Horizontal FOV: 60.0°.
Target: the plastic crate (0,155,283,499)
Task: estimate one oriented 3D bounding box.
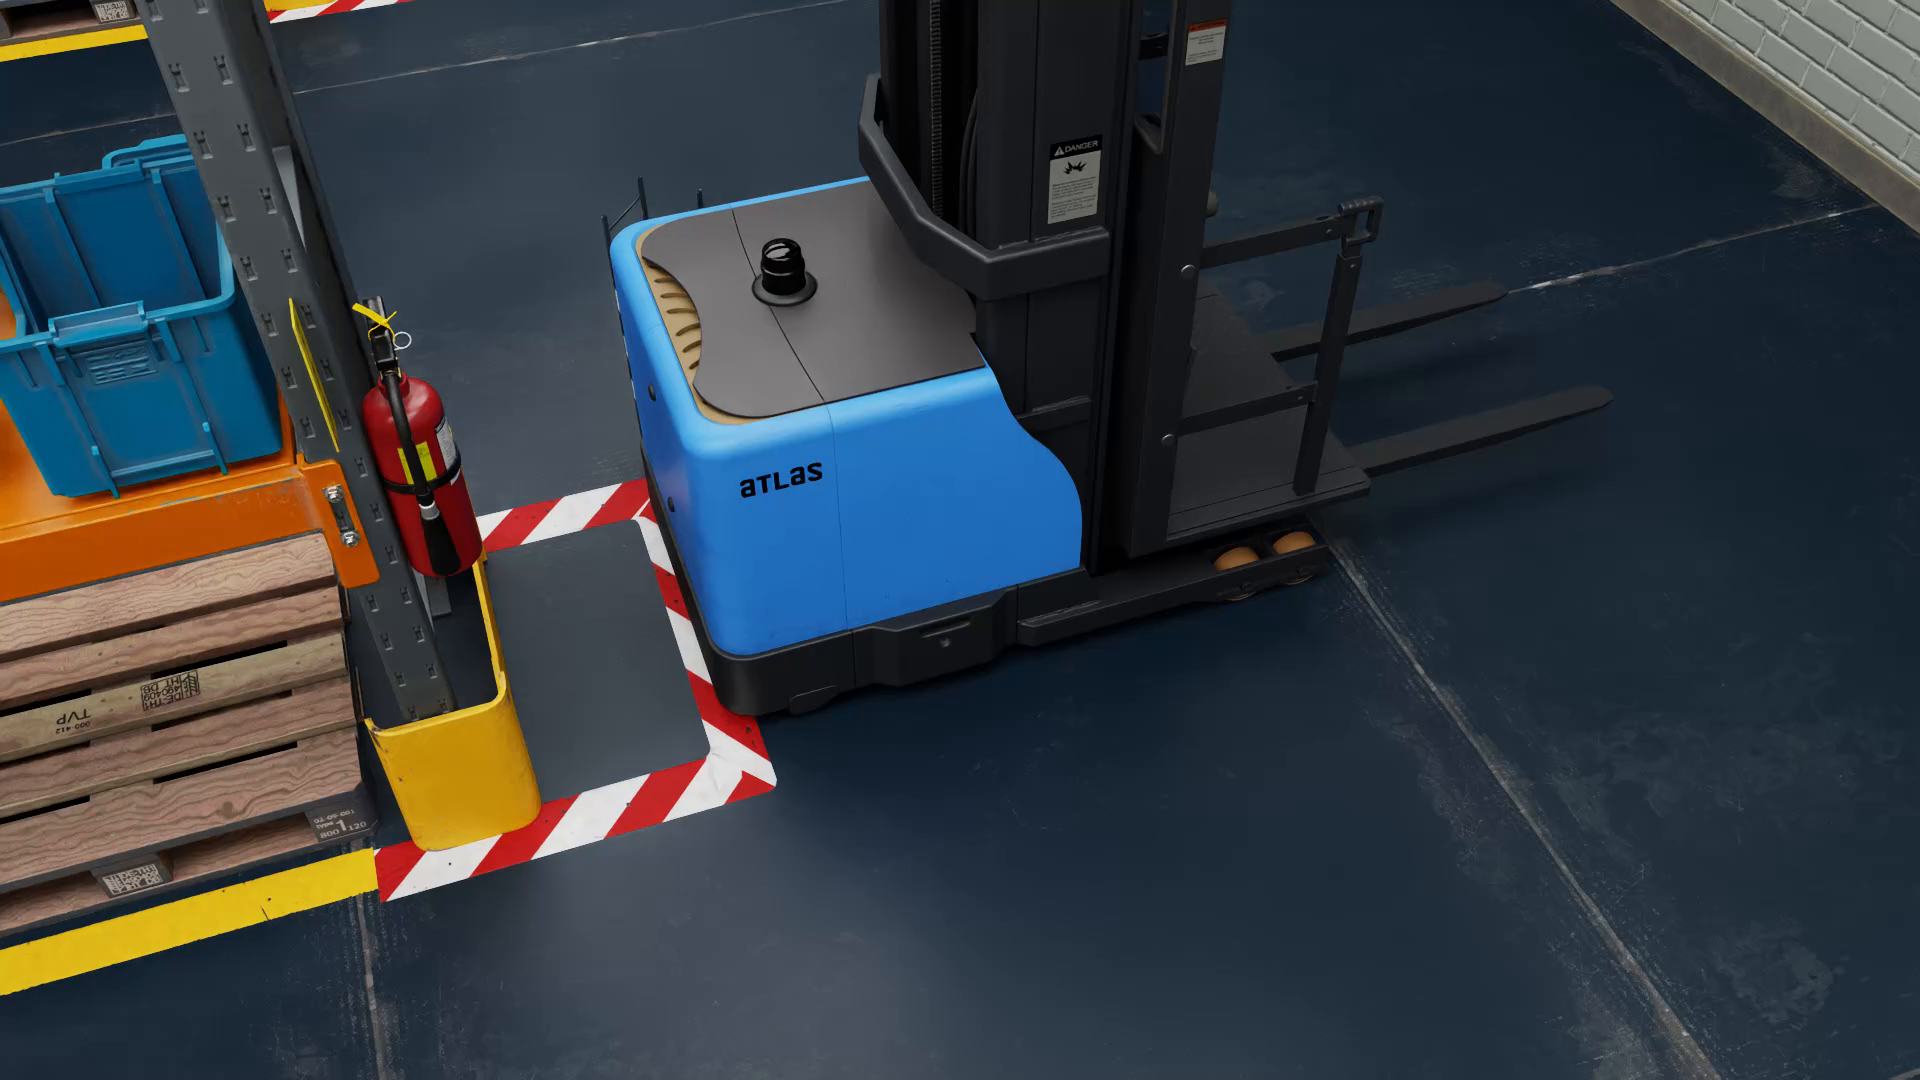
[{"bbox_3d":[-1.751,-0.461,3.524,0.499,0.435,0.616,-14,47,-14],"label":"plastic crate"}]

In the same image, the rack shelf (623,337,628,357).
[{"bbox_3d":[-0.924,-0.668,5.328,0.200,0.077,0.258,15,47,15],"label":"rack shelf"}]

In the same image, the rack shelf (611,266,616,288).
[{"bbox_3d":[-0.924,-0.859,5.137,0.200,0.077,0.258,15,47,15],"label":"rack shelf"}]

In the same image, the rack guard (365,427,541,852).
[{"bbox_3d":[-1.481,0.236,4.662,0.348,0.500,1.175,-14,47,-14],"label":"rack guard"}]

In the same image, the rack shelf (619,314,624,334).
[{"bbox_3d":[-0.924,-0.732,5.264,0.200,0.077,0.258,15,47,15],"label":"rack shelf"}]

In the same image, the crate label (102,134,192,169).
[{"bbox_3d":[-1.843,-0.754,3.960,0.303,0.233,0.416,-14,47,-14],"label":"crate label"}]

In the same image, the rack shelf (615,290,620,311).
[{"bbox_3d":[-0.924,-0.796,5.200,0.200,0.077,0.258,15,47,15],"label":"rack shelf"}]

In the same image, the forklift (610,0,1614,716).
[{"bbox_3d":[0.589,-1.188,4.365,3.031,2.935,1.130,-15,47,-14],"label":"forklift"}]

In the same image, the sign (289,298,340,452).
[{"bbox_3d":[-1.297,-0.327,3.343,0.005,0.325,0.100,-14,47,-14],"label":"sign"}]

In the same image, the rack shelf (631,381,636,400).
[{"bbox_3d":[-0.924,-0.541,5.455,0.200,0.077,0.258,15,47,15],"label":"rack shelf"}]

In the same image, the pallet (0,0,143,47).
[{"bbox_3d":[-3.998,-2.738,7.830,1.213,0.211,1.003,-14,47,-14],"label":"pallet"}]

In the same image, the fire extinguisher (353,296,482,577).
[{"bbox_3d":[-1.203,-0.207,3.656,0.183,0.674,0.296,-14,47,-14],"label":"fire extinguisher"}]

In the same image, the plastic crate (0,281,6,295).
[{"bbox_3d":[-2.173,-0.698,3.972,0.298,0.136,0.250,-14,47,-14],"label":"plastic crate"}]

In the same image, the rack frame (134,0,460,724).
[{"bbox_3d":[-1.499,-0.632,3.763,0.127,3.000,1.000,-14,47,-14],"label":"rack frame"}]

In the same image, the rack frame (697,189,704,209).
[{"bbox_3d":[-0.829,-0.666,5.278,0.006,0.900,0.240,15,47,15],"label":"rack frame"}]

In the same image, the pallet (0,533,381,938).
[{"bbox_3d":[-2.288,0.524,4.578,1.213,0.211,1.003,-14,47,-14],"label":"pallet"}]

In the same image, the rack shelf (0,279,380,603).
[{"bbox_3d":[-3.380,0.103,3.538,4.000,0.370,1.077,-14,47,-14],"label":"rack shelf"}]

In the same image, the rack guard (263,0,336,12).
[{"bbox_3d":[-3.249,-3.033,7.920,0.348,0.500,1.175,-14,47,-14],"label":"rack guard"}]

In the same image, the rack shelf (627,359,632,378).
[{"bbox_3d":[-0.924,-0.605,5.392,0.200,0.077,0.258,15,47,15],"label":"rack shelf"}]

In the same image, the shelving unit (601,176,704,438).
[{"bbox_3d":[-0.924,-0.692,5.304,0.210,0.900,0.258,15,47,15],"label":"shelving unit"}]

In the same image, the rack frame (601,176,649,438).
[{"bbox_3d":[-1.019,-0.718,5.330,0.006,0.900,0.240,15,47,15],"label":"rack frame"}]
